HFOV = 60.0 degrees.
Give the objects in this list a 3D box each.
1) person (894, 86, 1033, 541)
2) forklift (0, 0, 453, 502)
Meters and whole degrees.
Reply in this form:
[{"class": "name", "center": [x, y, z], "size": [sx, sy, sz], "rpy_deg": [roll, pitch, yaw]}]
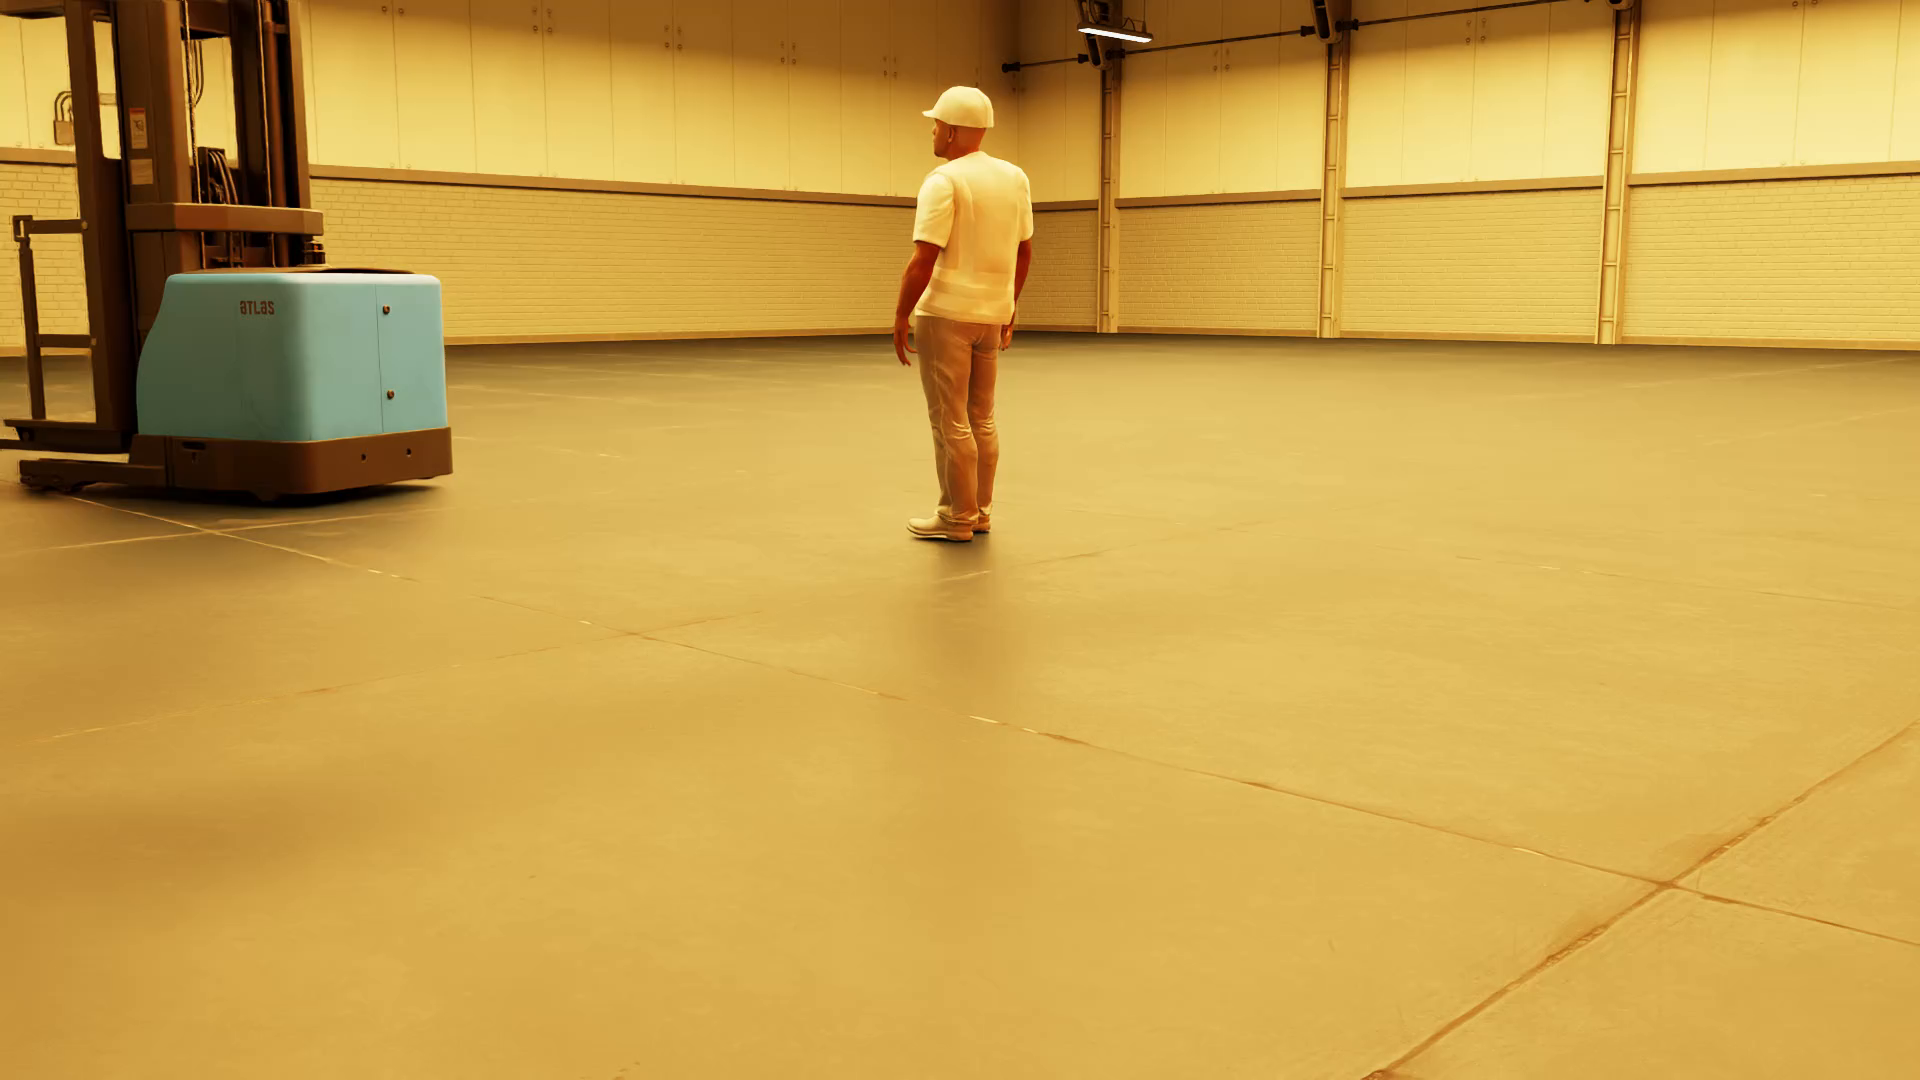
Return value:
[{"class": "person", "center": [-0.046, -0.889, 6.637], "size": [0.575, 1.768, 0.665], "rpy_deg": [8, 12, 43]}, {"class": "forklift", "center": [-4.148, -1.746, 8.471], "size": [3.031, 2.935, 1.130], "rpy_deg": [4, 9, 24]}]
